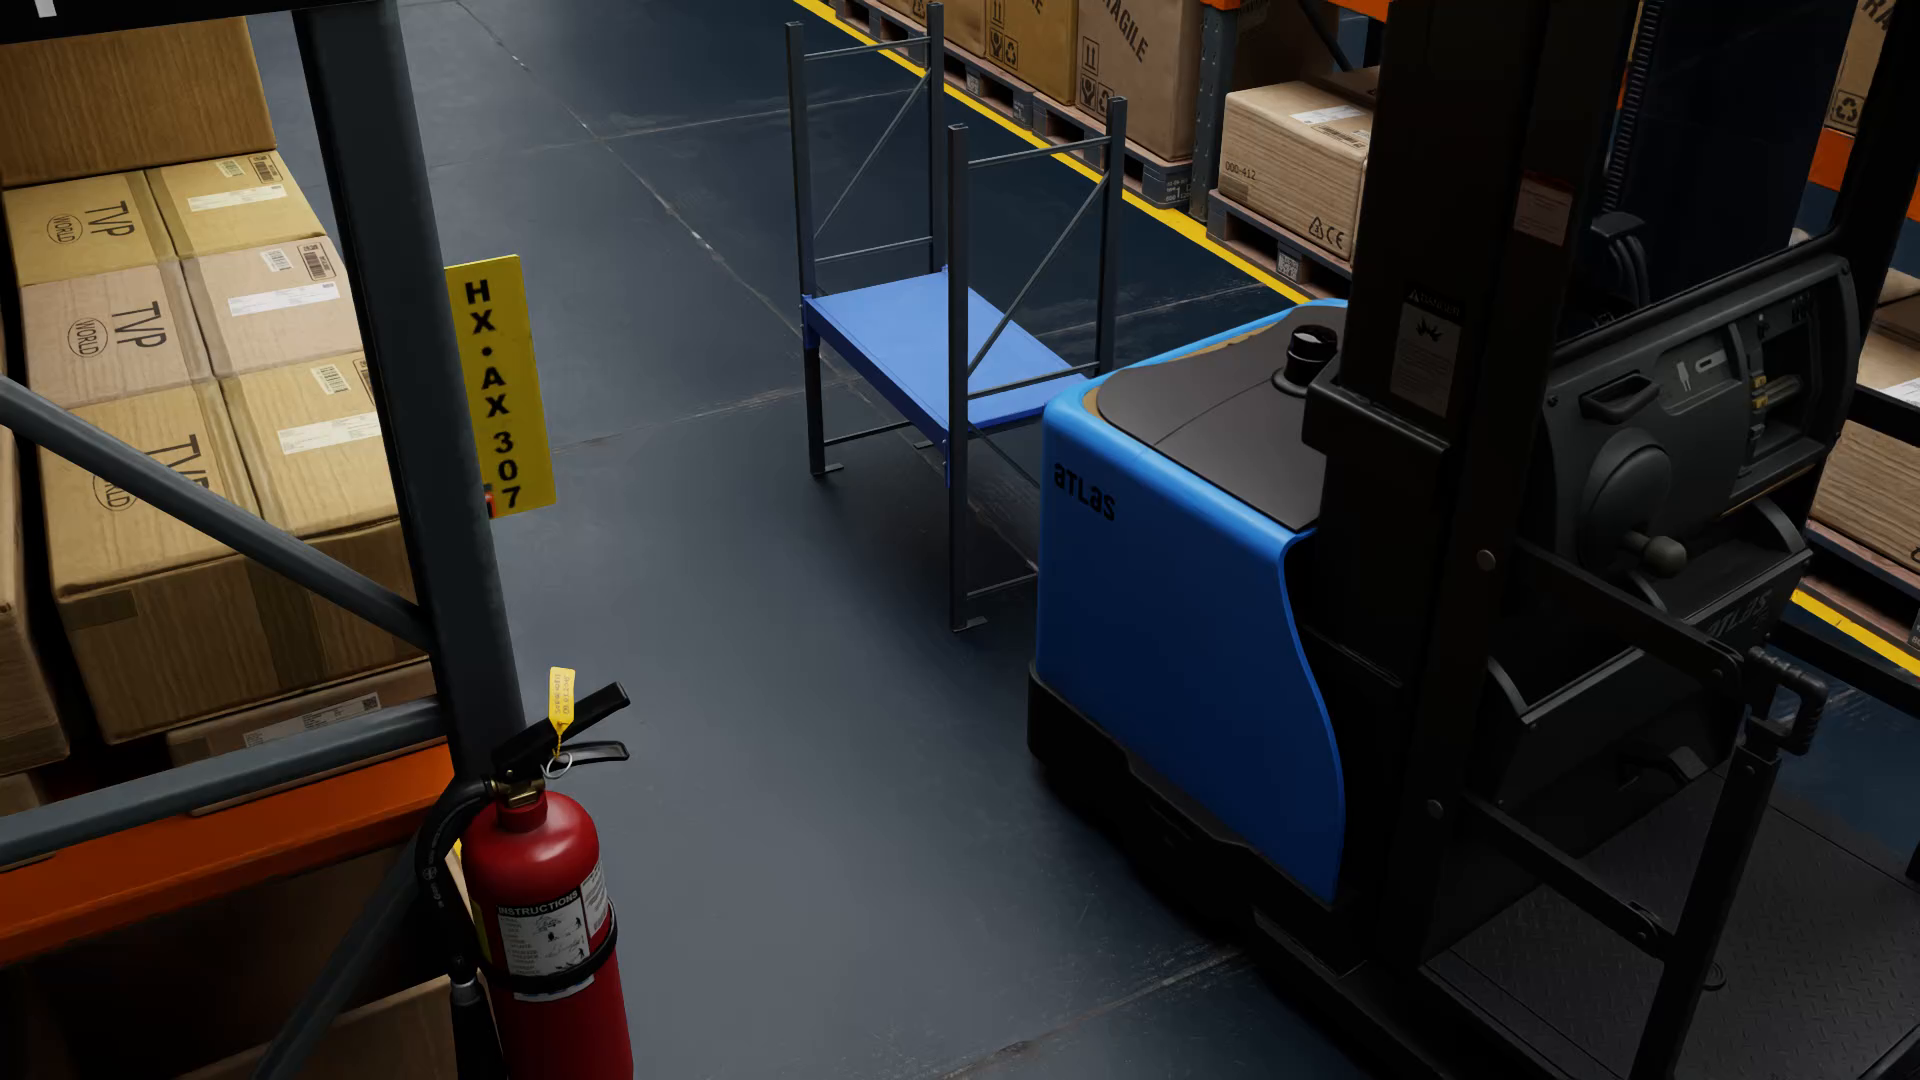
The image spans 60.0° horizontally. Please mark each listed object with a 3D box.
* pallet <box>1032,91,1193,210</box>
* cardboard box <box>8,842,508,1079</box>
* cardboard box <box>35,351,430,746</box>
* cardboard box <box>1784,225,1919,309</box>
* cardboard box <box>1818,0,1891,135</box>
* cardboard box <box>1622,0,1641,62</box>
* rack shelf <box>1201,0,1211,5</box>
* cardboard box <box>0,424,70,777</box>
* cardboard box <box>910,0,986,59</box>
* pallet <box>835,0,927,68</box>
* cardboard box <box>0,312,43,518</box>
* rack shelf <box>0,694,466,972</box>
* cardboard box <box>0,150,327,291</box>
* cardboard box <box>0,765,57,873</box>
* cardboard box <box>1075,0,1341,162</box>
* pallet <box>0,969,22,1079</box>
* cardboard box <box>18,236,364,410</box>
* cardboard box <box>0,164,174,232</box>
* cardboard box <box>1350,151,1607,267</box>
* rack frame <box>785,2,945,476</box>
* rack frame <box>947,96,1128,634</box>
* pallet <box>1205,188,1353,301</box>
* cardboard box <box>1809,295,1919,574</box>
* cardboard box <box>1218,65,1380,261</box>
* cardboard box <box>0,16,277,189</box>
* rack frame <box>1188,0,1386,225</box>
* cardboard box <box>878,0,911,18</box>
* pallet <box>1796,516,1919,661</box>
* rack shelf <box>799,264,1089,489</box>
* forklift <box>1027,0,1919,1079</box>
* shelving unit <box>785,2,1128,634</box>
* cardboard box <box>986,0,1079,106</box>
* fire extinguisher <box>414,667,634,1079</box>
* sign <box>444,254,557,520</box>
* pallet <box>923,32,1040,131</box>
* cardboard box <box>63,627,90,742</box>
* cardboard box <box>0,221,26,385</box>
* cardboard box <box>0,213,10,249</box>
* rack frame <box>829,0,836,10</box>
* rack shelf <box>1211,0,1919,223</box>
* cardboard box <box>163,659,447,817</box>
[{"bbox_3d":[1.079,-2.004,8.183,1.003,0.211,1.213,-16,36,-23],"label":"pallet"},{"bbox_3d":[-1.221,0.889,3.007,0.797,0.503,0.637,-17,37,-25],"label":"cardboard box"},{"bbox_3d":[-0.992,-0.016,2.358,0.500,0.250,0.500,-16,36,-23],"label":"cardboard box"},{"bbox_3d":[2.540,-0.743,5.614,0.875,0.438,0.875,-15,36,-22],"label":"cardboard box"},{"bbox_3d":[2.690,-1.369,4.514,0.500,0.500,0.500,-17,36,-24],"label":"cardboard box"},{"bbox_3d":[2.190,-1.855,5.273,0.500,0.500,0.500,-15,35,-22],"label":"cardboard box"},{"bbox_3d":[0.573,-3.481,8.569,1.077,0.370,4.000,-16,36,-23],"label":"rack shelf"},{"bbox_3d":[-1.468,0.115,2.153,0.500,0.250,0.500,-15,36,-22],"label":"cardboard box"},{"bbox_3d":[0.301,-3.243,9.111,0.875,0.875,0.875,-15,36,-23],"label":"cardboard box"},{"bbox_3d":[-0.059,-3.169,10.000,1.003,0.211,1.213,-16,36,-23],"label":"pallet"},{"bbox_3d":[-1.708,-0.131,2.537,0.500,0.250,0.500,-16,36,-23],"label":"cardboard box"},{"bbox_3d":[-1.952,-0.321,3.638,1.077,0.370,4.000,-16,36,-23],"label":"rack shelf"},{"bbox_3d":[-1.467,-0.498,3.110,0.500,0.250,0.500,-17,36,-24],"label":"cardboard box"},{"bbox_3d":[-1.411,0.345,2.163,0.380,0.149,0.250,-16,36,-24],"label":"cardboard box"},{"bbox_3d":[1.145,-2.387,7.775,0.875,0.875,0.875,-15,35,-22],"label":"cardboard box"},{"bbox_3d":[-1.427,1.088,3.356,1.003,0.211,1.213,-16,36,-23],"label":"pallet"},{"bbox_3d":[-1.228,-0.257,2.733,0.500,0.250,0.500,-15,36,-23],"label":"cardboard box"},{"bbox_3d":[-1.724,-0.737,3.482,0.500,0.250,0.500,-17,36,-24],"label":"cardboard box"},{"bbox_3d":[2.121,-1.173,6.287,0.875,0.438,0.875,-17,36,-24],"label":"cardboard box"},{"bbox_3d":[-0.277,-0.915,5.288,0.500,1.500,0.032,-16,36,-23],"label":"rack frame"},{"bbox_3d":[0.197,-0.430,4.530,0.500,1.500,0.032,-16,36,-23],"label":"rack frame"},{"bbox_3d":[1.791,-1.272,7.040,1.003,0.211,1.213,-16,36,-23],"label":"pallet"},{"bbox_3d":[2.974,-0.308,4.936,0.875,0.438,0.875,-17,36,-25],"label":"cardboard box"},{"bbox_3d":[1.703,-1.600,6.953,0.875,0.438,0.875,-16,36,-24],"label":"cardboard box"},{"bbox_3d":[-1.692,-1.048,3.273,0.500,0.500,0.500,-15,36,-22],"label":"cardboard box"},{"bbox_3d":[1.505,-2.829,6.885,1.000,3.000,0.127,-16,36,-23],"label":"rack frame"},{"bbox_3d":[-0.111,-3.670,9.777,0.875,0.875,0.875,-16,36,-24],"label":"cardboard box"},{"bbox_3d":[2.928,-0.108,5.223,1.003,0.211,1.213,-16,36,-23],"label":"pallet"},{"bbox_3d":[-0.040,-0.521,5.006,0.538,0.185,1.000,-16,36,-23],"label":"rack shelf"},{"bbox_3d":[1.453,-0.176,2.808,1.130,2.935,3.031,-22,39,-30],"label":"forklift"},{"bbox_3d":[-0.040,-0.672,4.909,0.538,1.500,1.048,-16,36,-23],"label":"shelving unit"},{"bbox_3d":[0.717,-2.816,8.445,0.875,0.875,0.875,-15,36,-22],"label":"cardboard box"},{"bbox_3d":[-0.542,0.474,2.147,0.296,0.674,0.183,-16,36,-23],"label":"fire extinguisher"},{"bbox_3d":[-0.539,-0.171,1.934,0.100,0.325,0.005,-16,36,-23],"label":"sign"},{"bbox_3d":[0.506,-2.587,9.092,1.003,0.211,1.213,-16,36,-23],"label":"pallet"},{"bbox_3d":[-1.475,0.209,2.377,0.380,0.149,0.250,-15,35,-22],"label":"cardboard box"},{"bbox_3d":[-1.935,-0.369,2.908,0.500,0.250,0.500,-15,35,-22],"label":"cardboard box"},{"bbox_3d":[-2.178,-0.618,3.298,0.500,0.250,0.500,-16,36,-23],"label":"cardboard box"},{"bbox_3d":[-0.360,-4.738,9.865,1.000,3.000,0.127,-16,36,-23],"label":"rack frame"},{"bbox_3d":[2.438,-1.572,5.589,1.077,0.370,4.000,-16,36,-23],"label":"rack shelf"},{"bbox_3d":[-0.930,0.210,2.374,0.380,0.149,0.250,-16,36,-23],"label":"cardboard box"}]
